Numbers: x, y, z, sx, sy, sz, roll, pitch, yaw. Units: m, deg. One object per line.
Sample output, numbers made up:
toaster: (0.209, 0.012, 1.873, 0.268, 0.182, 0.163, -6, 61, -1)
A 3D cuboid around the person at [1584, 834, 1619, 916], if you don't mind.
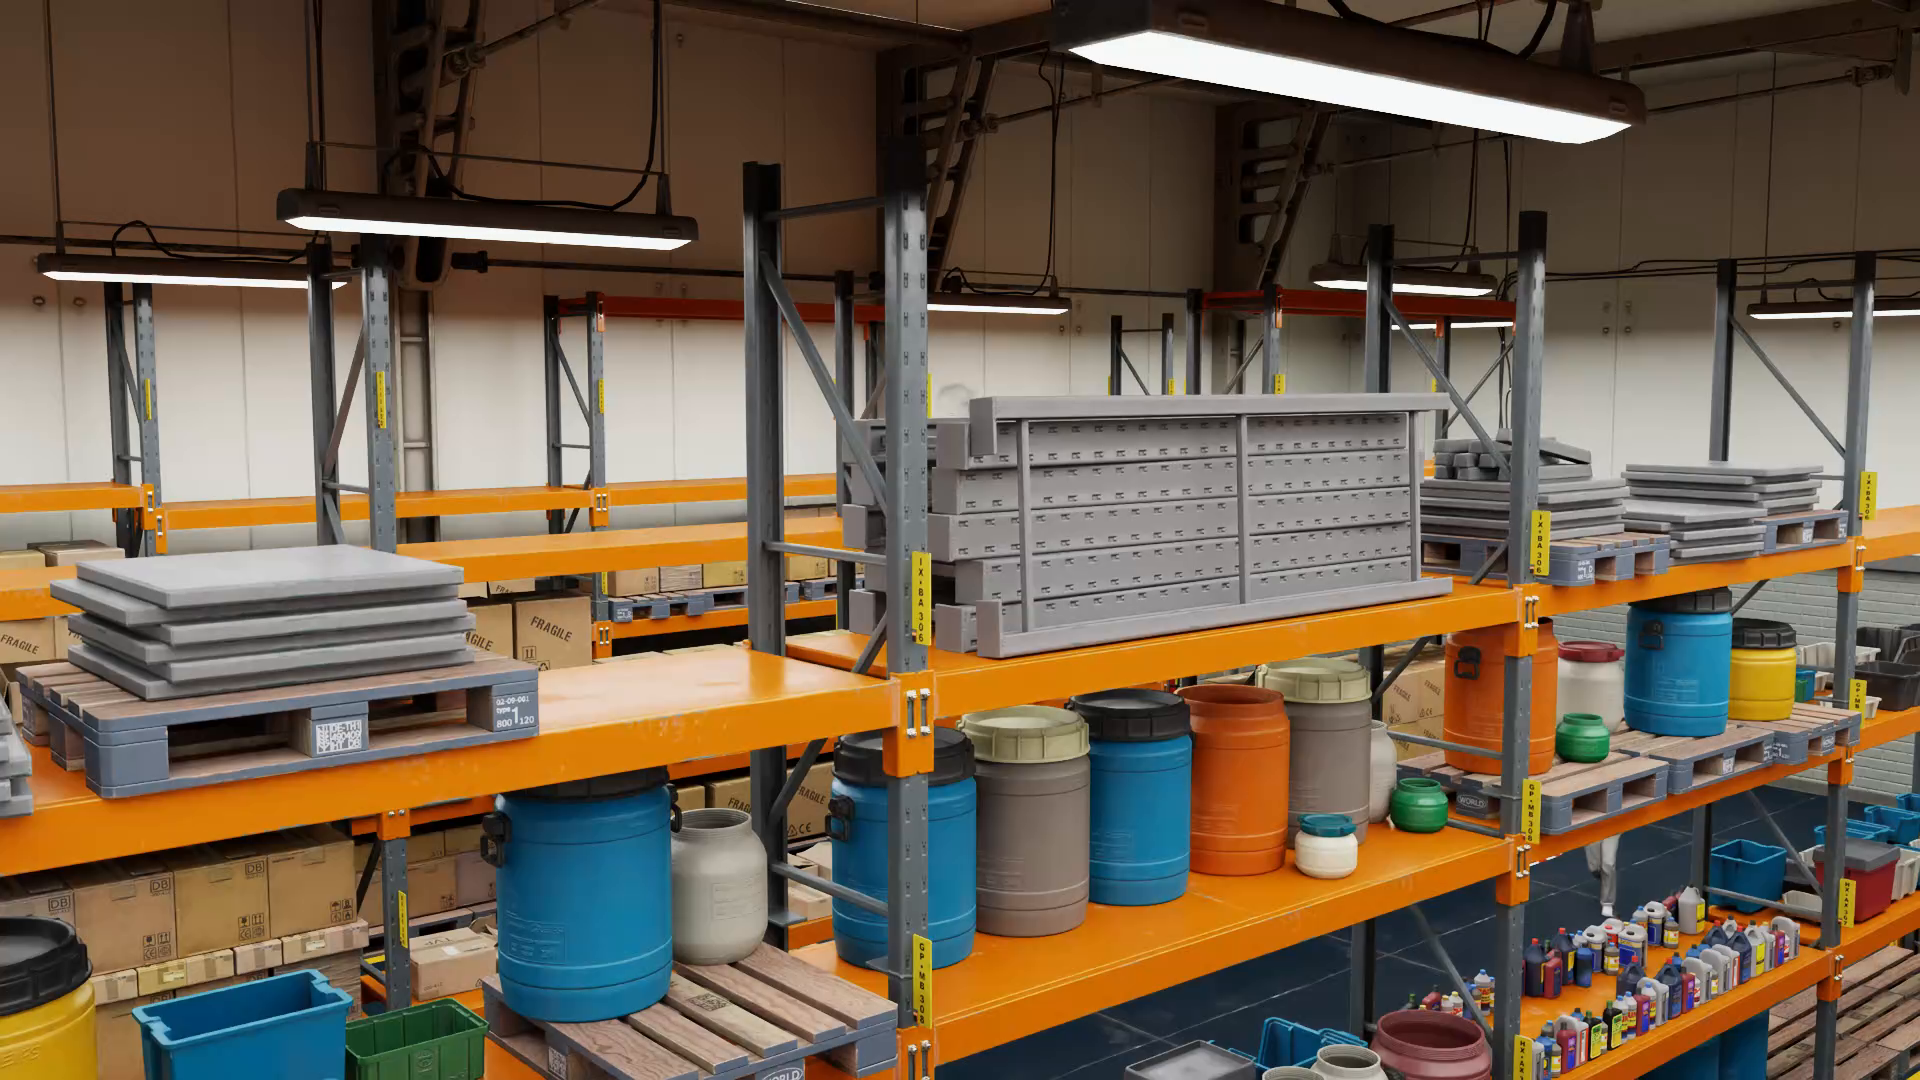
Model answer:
person: (6.248, 2.804, 16.298, 0.599, 1.611, 0.657, 2, 6, 22)
